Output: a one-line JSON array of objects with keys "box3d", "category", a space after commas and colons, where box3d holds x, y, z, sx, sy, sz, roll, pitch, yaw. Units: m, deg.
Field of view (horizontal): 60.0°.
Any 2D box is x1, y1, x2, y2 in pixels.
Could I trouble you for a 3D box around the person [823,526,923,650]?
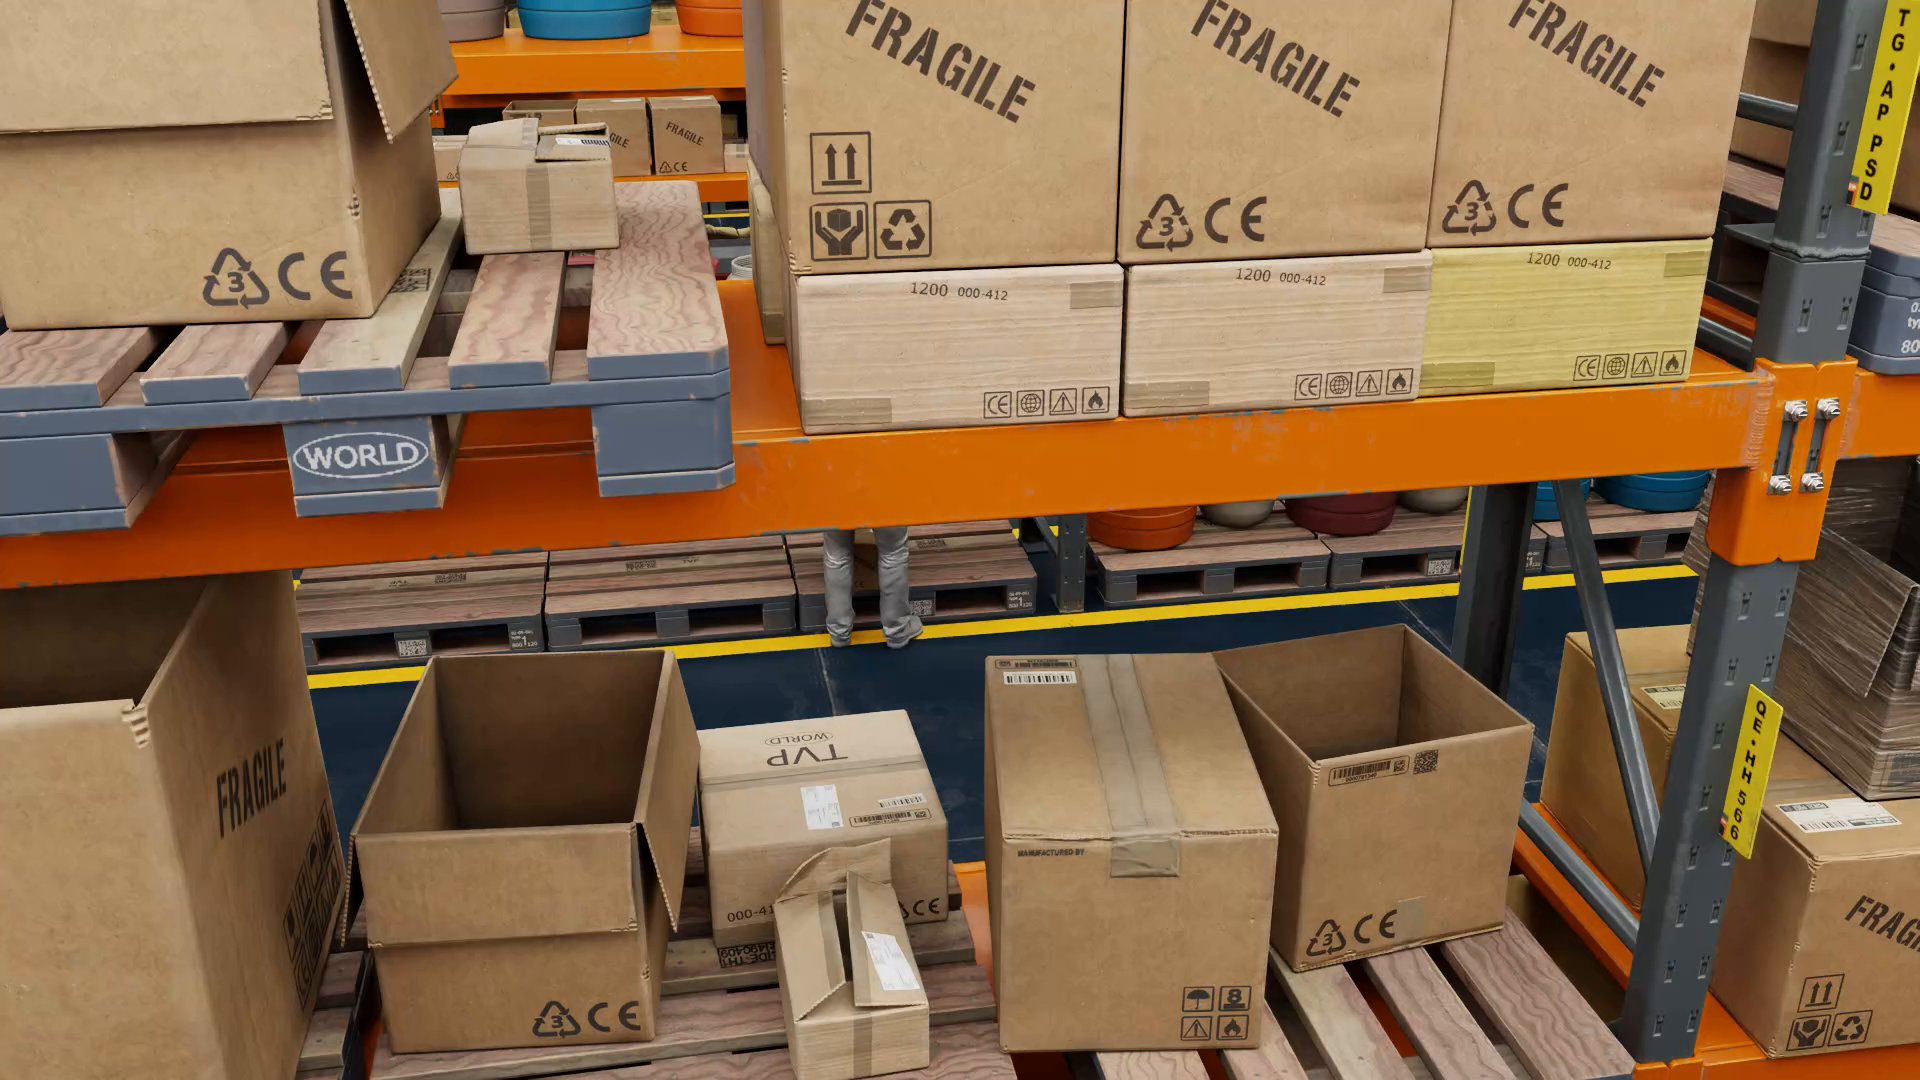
[{"box3d": [-0.468, -0.328, 7.829, 0.580, 1.771, 0.464, 3, 23, 7], "category": "person"}]
